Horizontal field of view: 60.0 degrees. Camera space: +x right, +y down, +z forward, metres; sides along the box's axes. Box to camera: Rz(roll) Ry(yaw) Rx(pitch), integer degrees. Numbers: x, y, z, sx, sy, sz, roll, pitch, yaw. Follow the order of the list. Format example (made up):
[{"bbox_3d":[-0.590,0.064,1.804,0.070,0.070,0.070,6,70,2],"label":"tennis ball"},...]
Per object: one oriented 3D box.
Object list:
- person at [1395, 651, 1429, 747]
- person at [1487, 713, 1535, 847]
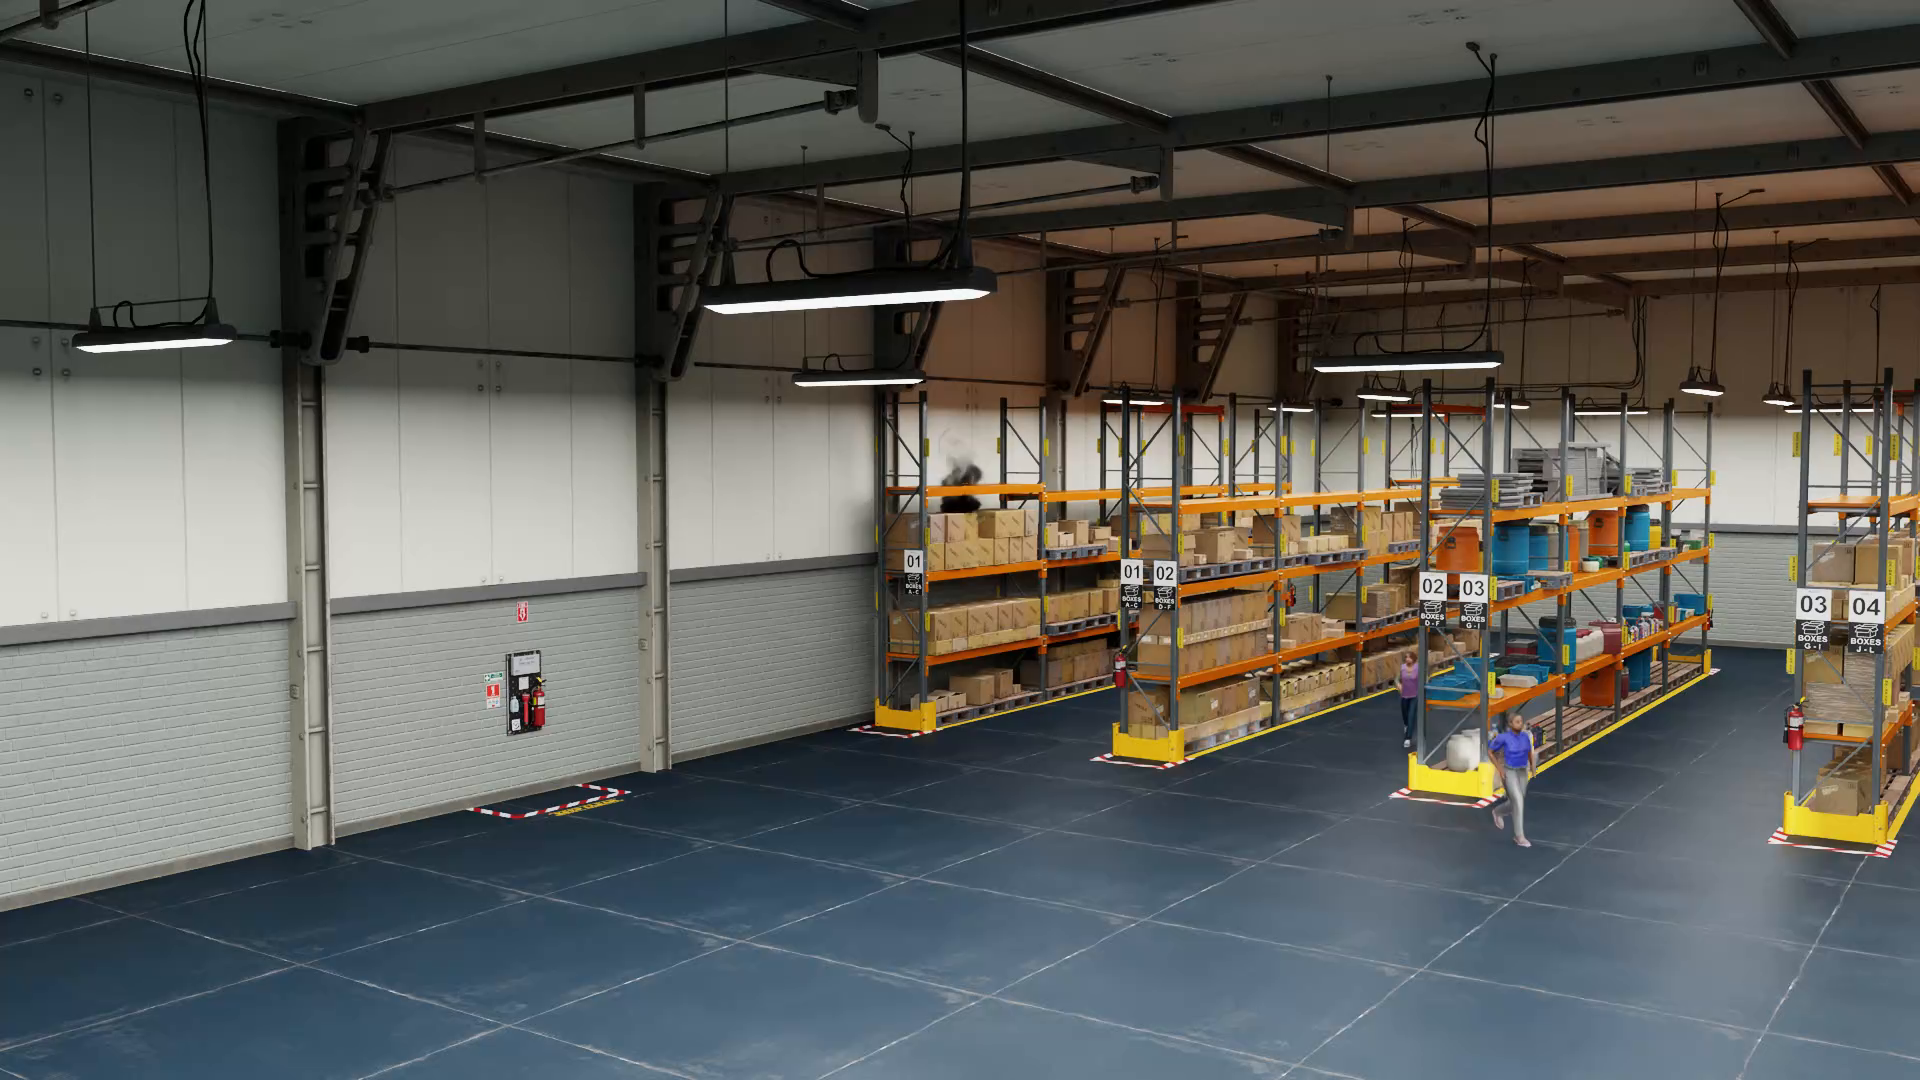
[{"bbox_3d":[7.641,2.665,28.112,0.547,1.593,0.782,2,4,29],"label":"person"},{"bbox_3d":[7.032,3.020,21.224,0.592,1.657,0.816,-1,3,-21],"label":"person"}]
